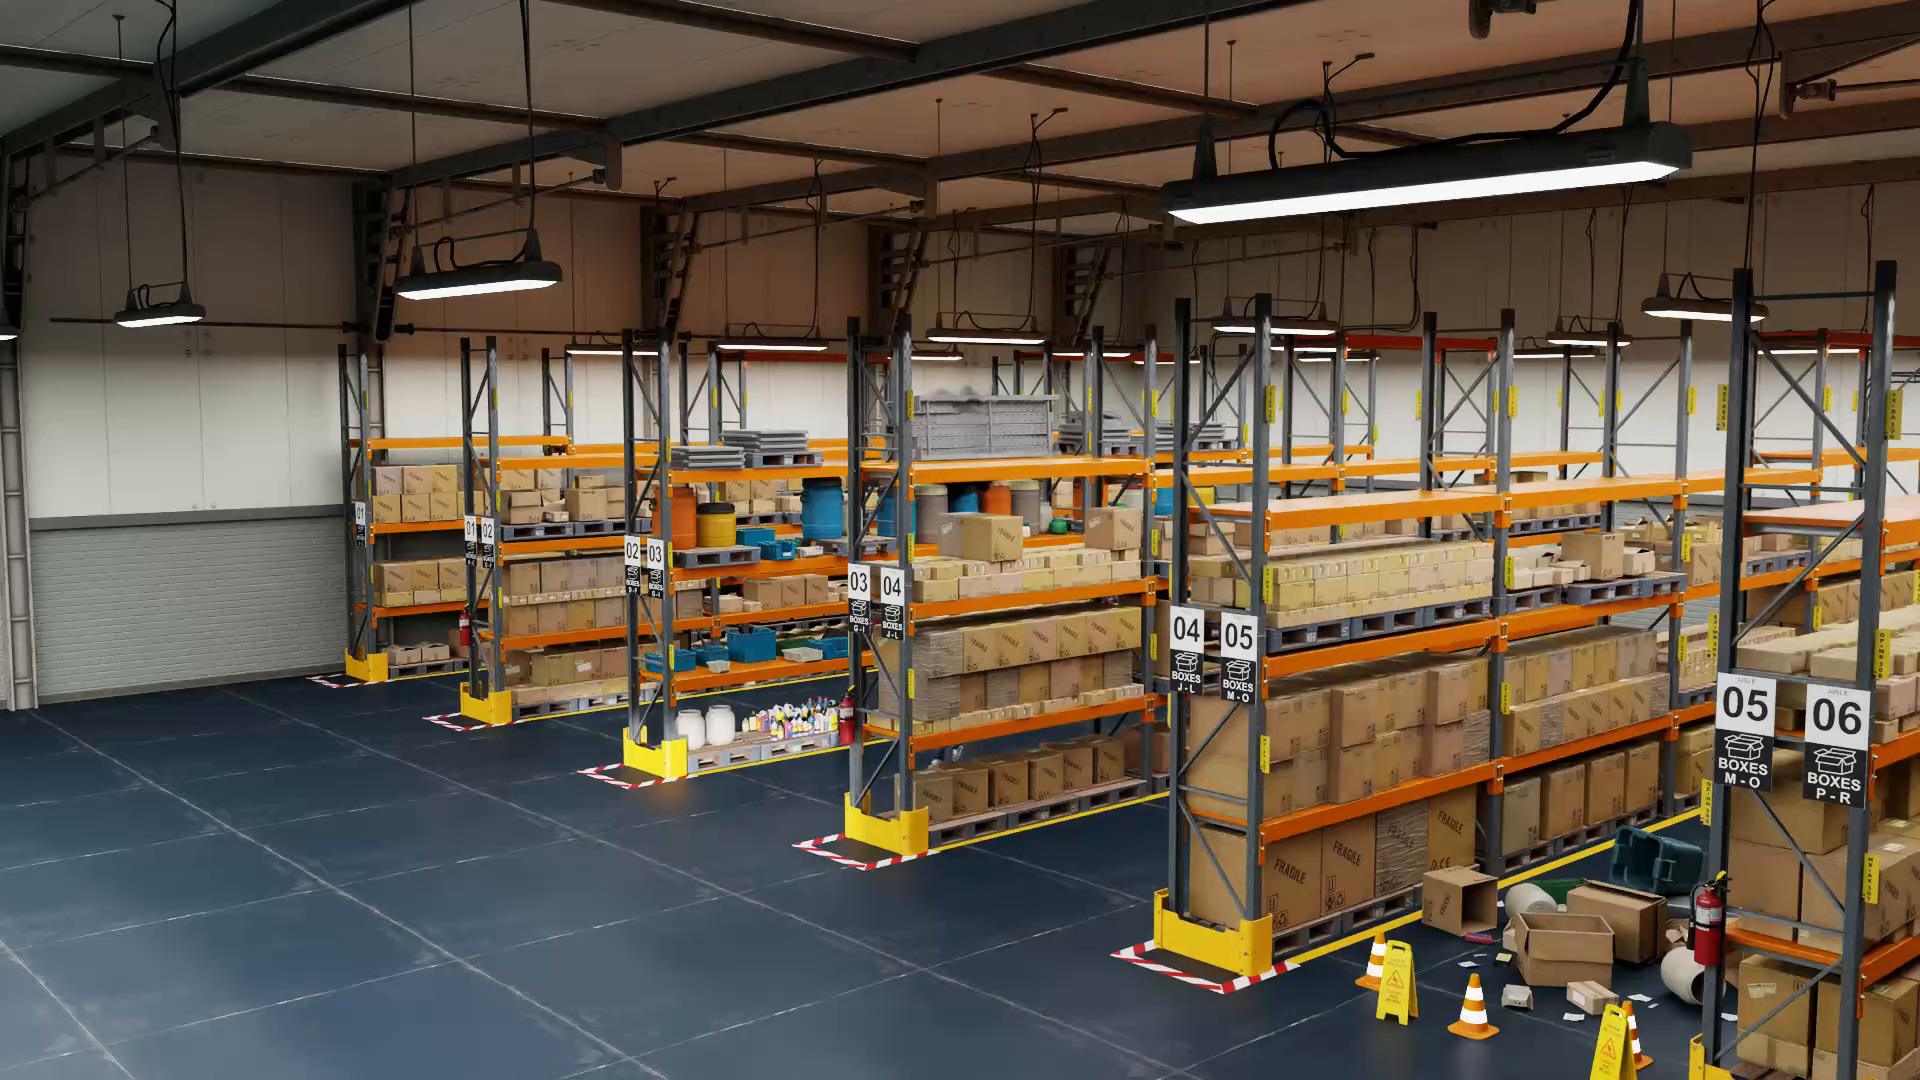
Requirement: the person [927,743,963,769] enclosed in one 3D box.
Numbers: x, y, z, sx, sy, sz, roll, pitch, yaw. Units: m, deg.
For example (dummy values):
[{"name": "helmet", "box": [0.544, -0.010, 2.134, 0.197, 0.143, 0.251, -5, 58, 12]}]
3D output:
[{"name": "person", "box": [-0.188, 2.130, 21.586, 0.540, 1.598, 0.798, 4, 6, 36]}]
